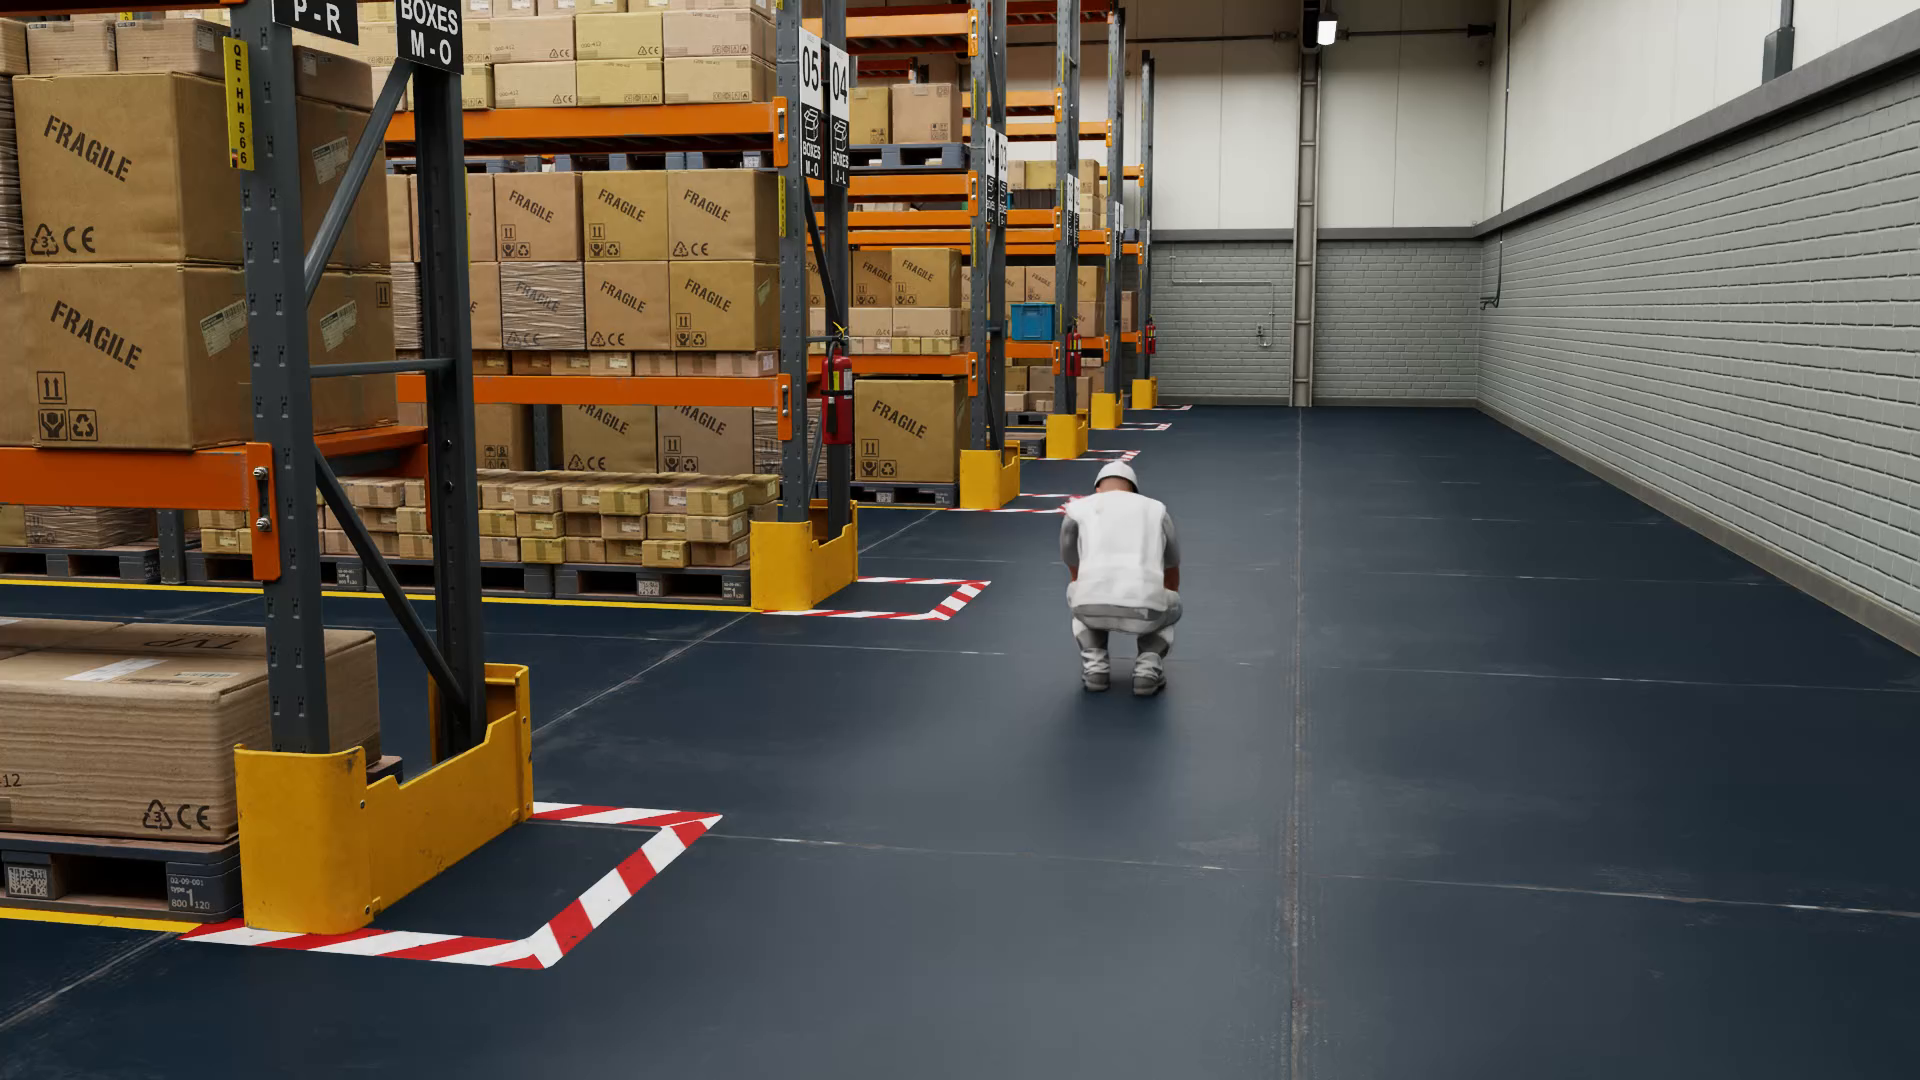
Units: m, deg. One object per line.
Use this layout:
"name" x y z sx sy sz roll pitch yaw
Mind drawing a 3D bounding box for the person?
"person" 0.719 0.159 7.508 0.568 0.993 0.868 2 8 11
